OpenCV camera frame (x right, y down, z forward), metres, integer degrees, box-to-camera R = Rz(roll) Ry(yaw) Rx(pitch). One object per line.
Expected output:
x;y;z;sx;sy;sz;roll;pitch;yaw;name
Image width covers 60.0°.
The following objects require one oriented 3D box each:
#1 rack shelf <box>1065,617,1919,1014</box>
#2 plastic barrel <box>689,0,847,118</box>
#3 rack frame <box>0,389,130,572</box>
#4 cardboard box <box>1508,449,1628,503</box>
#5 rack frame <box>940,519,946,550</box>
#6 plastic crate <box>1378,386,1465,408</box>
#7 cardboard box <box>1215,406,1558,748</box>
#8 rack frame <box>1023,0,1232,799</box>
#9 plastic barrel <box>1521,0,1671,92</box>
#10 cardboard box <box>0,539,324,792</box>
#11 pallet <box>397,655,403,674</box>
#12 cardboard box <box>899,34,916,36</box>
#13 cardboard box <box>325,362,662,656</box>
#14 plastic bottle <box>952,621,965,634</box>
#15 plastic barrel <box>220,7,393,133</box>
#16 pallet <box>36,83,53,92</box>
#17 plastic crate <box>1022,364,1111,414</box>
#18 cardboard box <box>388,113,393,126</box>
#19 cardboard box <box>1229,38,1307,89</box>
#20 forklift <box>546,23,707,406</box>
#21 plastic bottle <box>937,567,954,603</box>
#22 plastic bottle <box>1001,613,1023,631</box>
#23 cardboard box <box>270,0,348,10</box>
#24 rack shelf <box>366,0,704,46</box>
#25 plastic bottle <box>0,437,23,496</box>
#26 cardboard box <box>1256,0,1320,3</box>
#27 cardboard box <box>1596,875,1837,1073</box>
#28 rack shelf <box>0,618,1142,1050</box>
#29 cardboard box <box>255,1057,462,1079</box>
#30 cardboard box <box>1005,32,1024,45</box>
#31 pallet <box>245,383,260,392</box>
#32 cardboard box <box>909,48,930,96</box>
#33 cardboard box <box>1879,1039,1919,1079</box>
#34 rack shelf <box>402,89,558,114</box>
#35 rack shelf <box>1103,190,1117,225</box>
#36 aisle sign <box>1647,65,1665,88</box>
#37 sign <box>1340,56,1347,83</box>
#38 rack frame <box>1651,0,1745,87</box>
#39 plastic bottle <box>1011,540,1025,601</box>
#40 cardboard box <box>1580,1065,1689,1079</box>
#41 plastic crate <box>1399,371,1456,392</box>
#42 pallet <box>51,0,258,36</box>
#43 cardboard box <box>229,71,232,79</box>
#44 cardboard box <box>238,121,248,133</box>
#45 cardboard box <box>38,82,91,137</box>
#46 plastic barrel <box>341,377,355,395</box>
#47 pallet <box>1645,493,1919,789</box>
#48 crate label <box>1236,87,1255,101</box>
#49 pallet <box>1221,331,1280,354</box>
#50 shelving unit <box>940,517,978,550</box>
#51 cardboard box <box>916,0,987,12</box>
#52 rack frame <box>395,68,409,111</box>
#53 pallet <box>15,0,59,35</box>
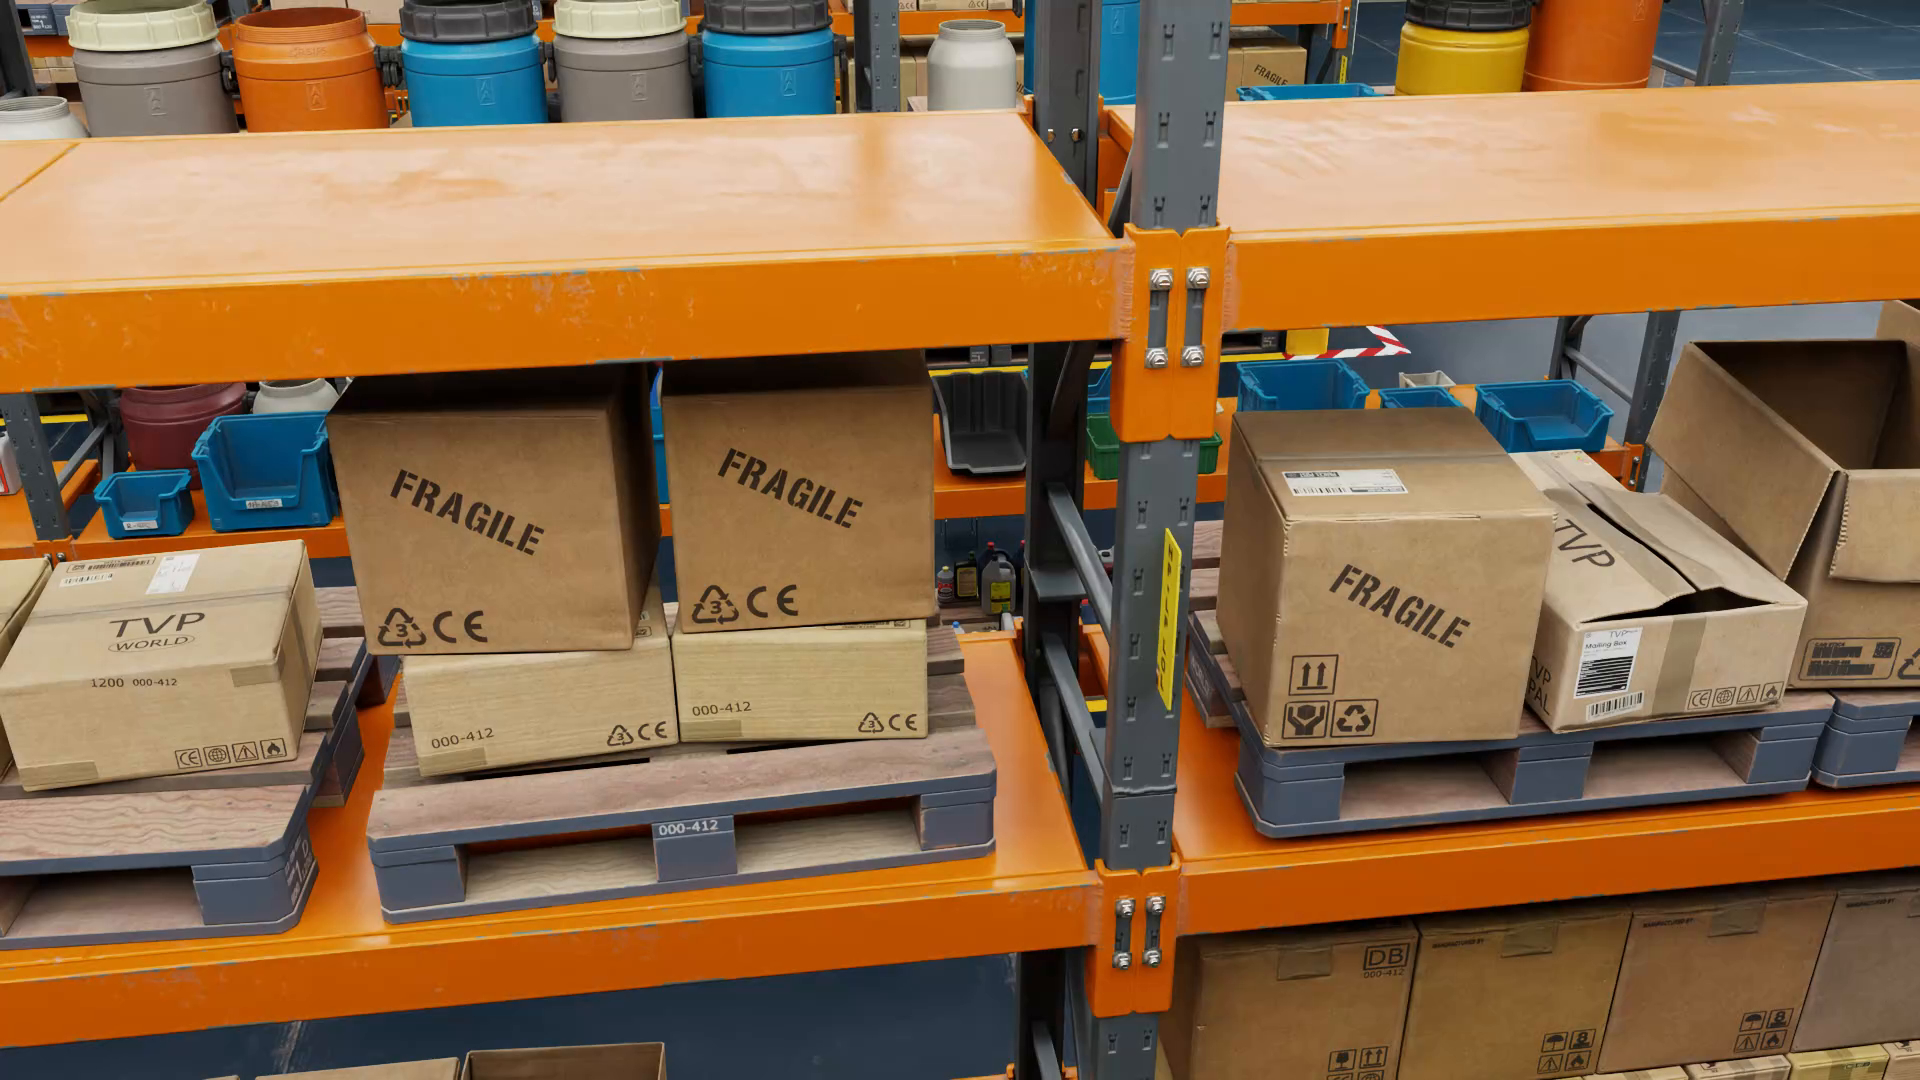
2.268;0.462;4.067;4.000;0.370;1.077;-4;27;-7;rack shelf
-0.872;-2.063;7.650;0.708;0.901;0.600;-4;27;-7;plastic barrel
-4.359;-0.382;8.208;0.127;3.000;1.000;-4;27;-7;rack frame
1.444;-0.069;3.974;0.250;0.149;0.380;-4;27;-7;cardboard box
-0.109;-0.393;10.531;0.006;0.900;0.240;-4;27;-7;rack frame
2.465;-0.618;8.832;0.408;0.251;0.499;-4;27;-7;plastic crate
0.824;0.062;3.334;0.500;0.500;0.500;-1;27;-3;cardboard box
0.288;-1.066;2.970;0.127;3.000;1.000;-4;27;-7;rack frame
3.099;-2.515;8.149;0.708;0.830;0.600;-4;27;-7;plastic barrel
-1.614;0.243;3.410;0.500;0.250;0.500;-6;28;-11;cardboard box
-3.587;0.827;8.906;1.213;0.211;1.003;-4;27;-7;pallet
-0.774;-5.265;17.560;0.550;0.550;0.875;-4;27;-7;cardboard box
-0.889;-0.117;3.289;0.500;0.500;0.500;-1;27;-2;cardboard box
-0.022;0.560;8.879;0.097;0.271;0.097;0;27;0;plastic bottle
-2.868;-1.903;7.417;0.708;0.830;0.600;-4;27;-7;plastic barrel
-8.824;-4.512;16.469;1.213;0.211;1.003;-4;27;-7;pallet
0.660;-0.763;9.114;0.616;0.251;0.499;-4;27;-7;plastic crate
-4.520;-2.904;12.555;0.500;0.500;0.500;-7;28;-13;cardboard box
2.362;-3.604;12.958;0.500;0.500;0.500;-4;27;-7;cardboard box
-2.177;-2.079;11.592;3.031;2.935;1.130;19;33;33;forklift
-0.083;0.249;9.562;0.097;0.201;0.097;0;27;0;plastic bottle
0.295;0.525;8.943;0.135;0.276;0.152;-3;27;-5;plastic bottle
-4.549;-3.803;11.755;0.500;0.250;0.500;-3;27;-6;cardboard box
-3.069;-3.762;12.299;4.000;0.370;1.077;-4;27;-7;rack shelf
-4.812;-0.376;8.333;0.135;0.276;0.152;-4;27;-7;plastic bottle
2.430;-4.252;12.629;0.500;0.250;0.500;-3;27;-6;cardboard box
1.723;0.886;4.206;0.500;0.500;0.700;-4;27;-7;cardboard box
-1.693;0.716;3.571;4.000;0.370;1.077;-4;27;-7;rack shelf
-1.492;1.666;4.108;0.500;0.500;0.500;-4;27;-7;cardboard box
0.309;-3.714;13.171;0.500;0.500;0.500;-4;27;-7;cardboard box
-5.841;-1.364;13.177;1.213;0.211;1.003;-4;27;-7;pallet
-0.113;-3.443;12.644;0.500;0.500;0.500;-4;27;-7;cardboard box
2.361;1.226;4.255;0.250;0.149;0.380;-4;27;-8;cardboard box
-3.660;-4.676;17.366;4.000;0.370;1.077;-4;27;-7;rack shelf
1.582;-1.778;8.431;4.000;0.370;1.077;-4;27;-7;rack shelf
3.593;-2.184;8.873;0.004;0.787;0.394;-4;27;-7;aisle sign
2.930;-3.533;12.735;0.005;0.325;0.100;-4;27;-7;sign
3.563;-3.560;7.830;0.127;3.000;1.000;-4;27;-7;rack frame
0.389;0.163;9.566;0.185;0.351;0.144;-5;28;-10;plastic bottle
1.593;1.275;4.159;0.250;0.149;0.380;-5;28;-9;cardboard box
2.632;-0.862;9.432;0.250;0.136;0.298;-4;27;-7;plastic crate
-5.680;-3.806;11.803;1.003;0.211;1.213;-2;27;-5;pallet
-7.079;-4.642;16.326;0.250;0.149;0.380;-5;28;-9;cardboard box
-7.285;-4.053;16.821;0.500;0.250;0.500;-3;27;-6;cardboard box
-6.421;-3.032;12.165;0.637;0.503;0.797;-3;27;-6;cardboard box
-2.953;-0.620;8.550;0.421;0.512;0.421;0;27;0;plastic barrel
2.334;0.166;3.952;1.213;0.211;1.003;-4;27;-7;pallet
1.663;-2.189;8.608;0.408;0.251;0.502;-4;27;-7;crate label
1.988;-1.848;14.121;1.213;0.211;1.003;-4;27;-7;pallet
-0.008;-0.400;10.544;0.210;0.900;0.258;-4;27;-7;shelving unit
-0.084;-4.092;12.317;0.500;0.250;0.500;-4;27;-8;cardboard box
-5.640;-4.869;16.954;0.127;3.000;1.000;-4;27;-7;rack frame
-6.787;-3.734;11.662;1.213;0.211;1.003;-2;27;-5;pallet
